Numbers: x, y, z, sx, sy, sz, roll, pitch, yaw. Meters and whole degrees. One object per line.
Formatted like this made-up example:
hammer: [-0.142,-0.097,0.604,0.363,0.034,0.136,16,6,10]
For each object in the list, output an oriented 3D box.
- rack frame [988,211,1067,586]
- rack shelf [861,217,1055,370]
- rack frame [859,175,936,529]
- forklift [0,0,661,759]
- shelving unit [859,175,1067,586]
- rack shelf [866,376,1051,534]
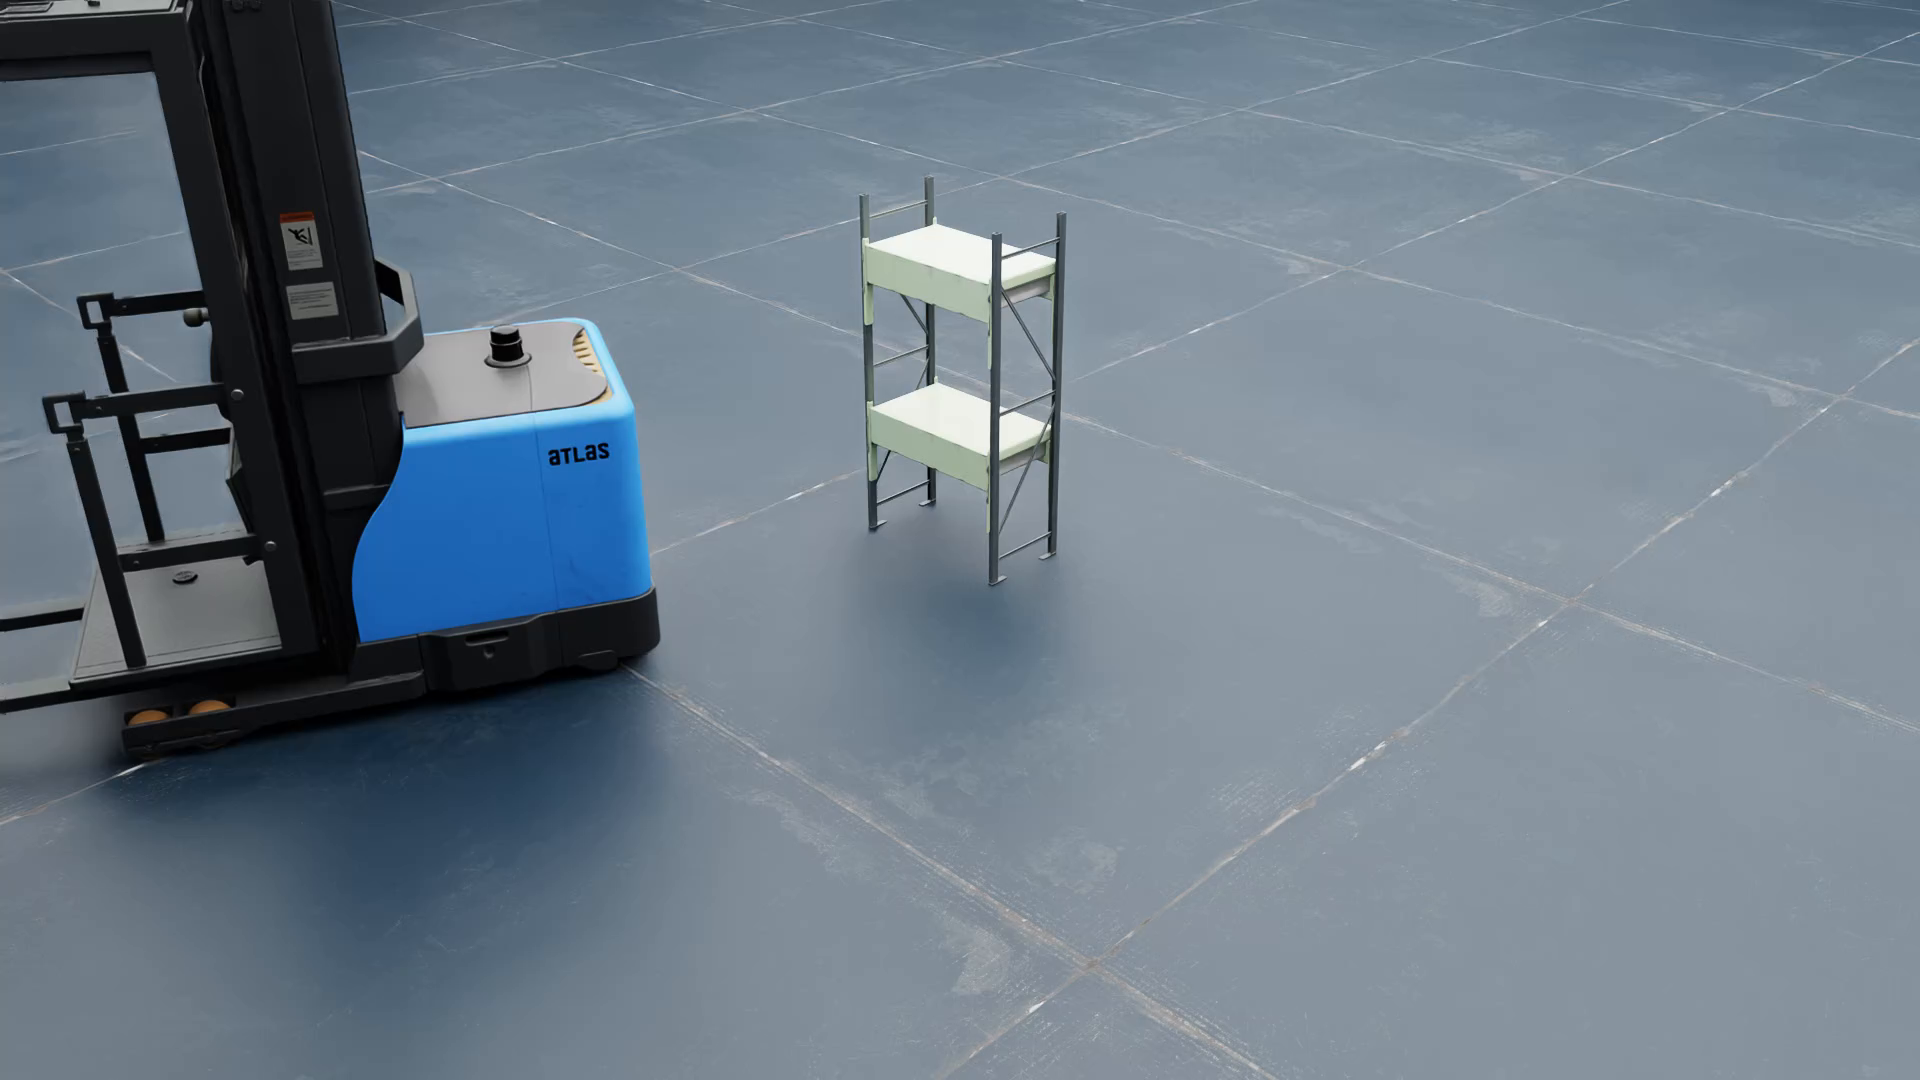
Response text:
rack frame: [0.266,-0.542,6.670,0.023,1.500,0.400,25,36,38]
rack shelf: [0.005,-1.007,6.715,0.720,0.370,0.431,25,36,38]
rack frame: [-0.256,-0.781,7.124,0.023,1.500,0.400,25,36,38]
forklift: [-2.720,-0.811,5.642,3.031,2.935,1.130,-9,29,-17]
shelving unit: [0.005,-0.662,6.897,0.755,1.500,0.431,25,36,38]
rack shelf: [0.005,-0.373,7.049,0.720,0.370,0.431,25,36,38]
